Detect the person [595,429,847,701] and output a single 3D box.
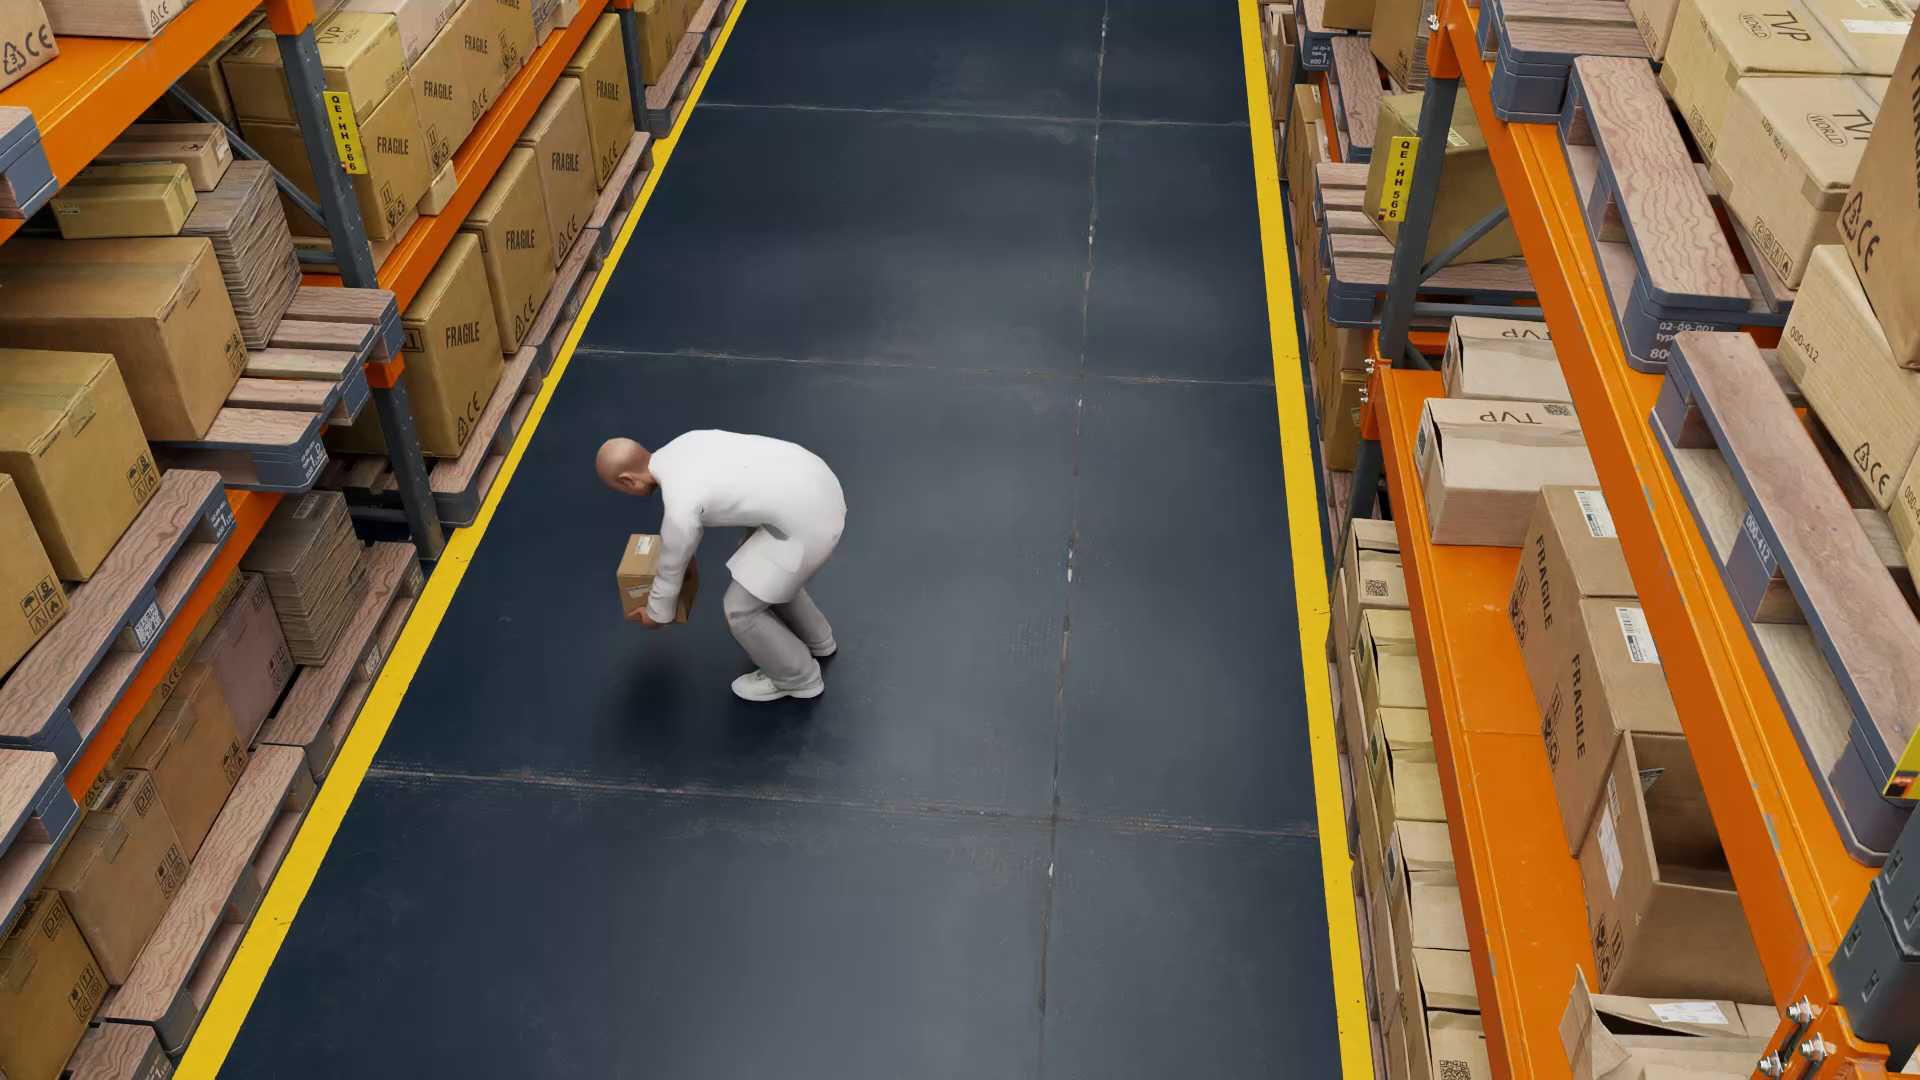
[{"bbox_3d":[-0.905,0.082,6.553,0.935,1.160,0.583,1,40,2],"label":"person"}]
